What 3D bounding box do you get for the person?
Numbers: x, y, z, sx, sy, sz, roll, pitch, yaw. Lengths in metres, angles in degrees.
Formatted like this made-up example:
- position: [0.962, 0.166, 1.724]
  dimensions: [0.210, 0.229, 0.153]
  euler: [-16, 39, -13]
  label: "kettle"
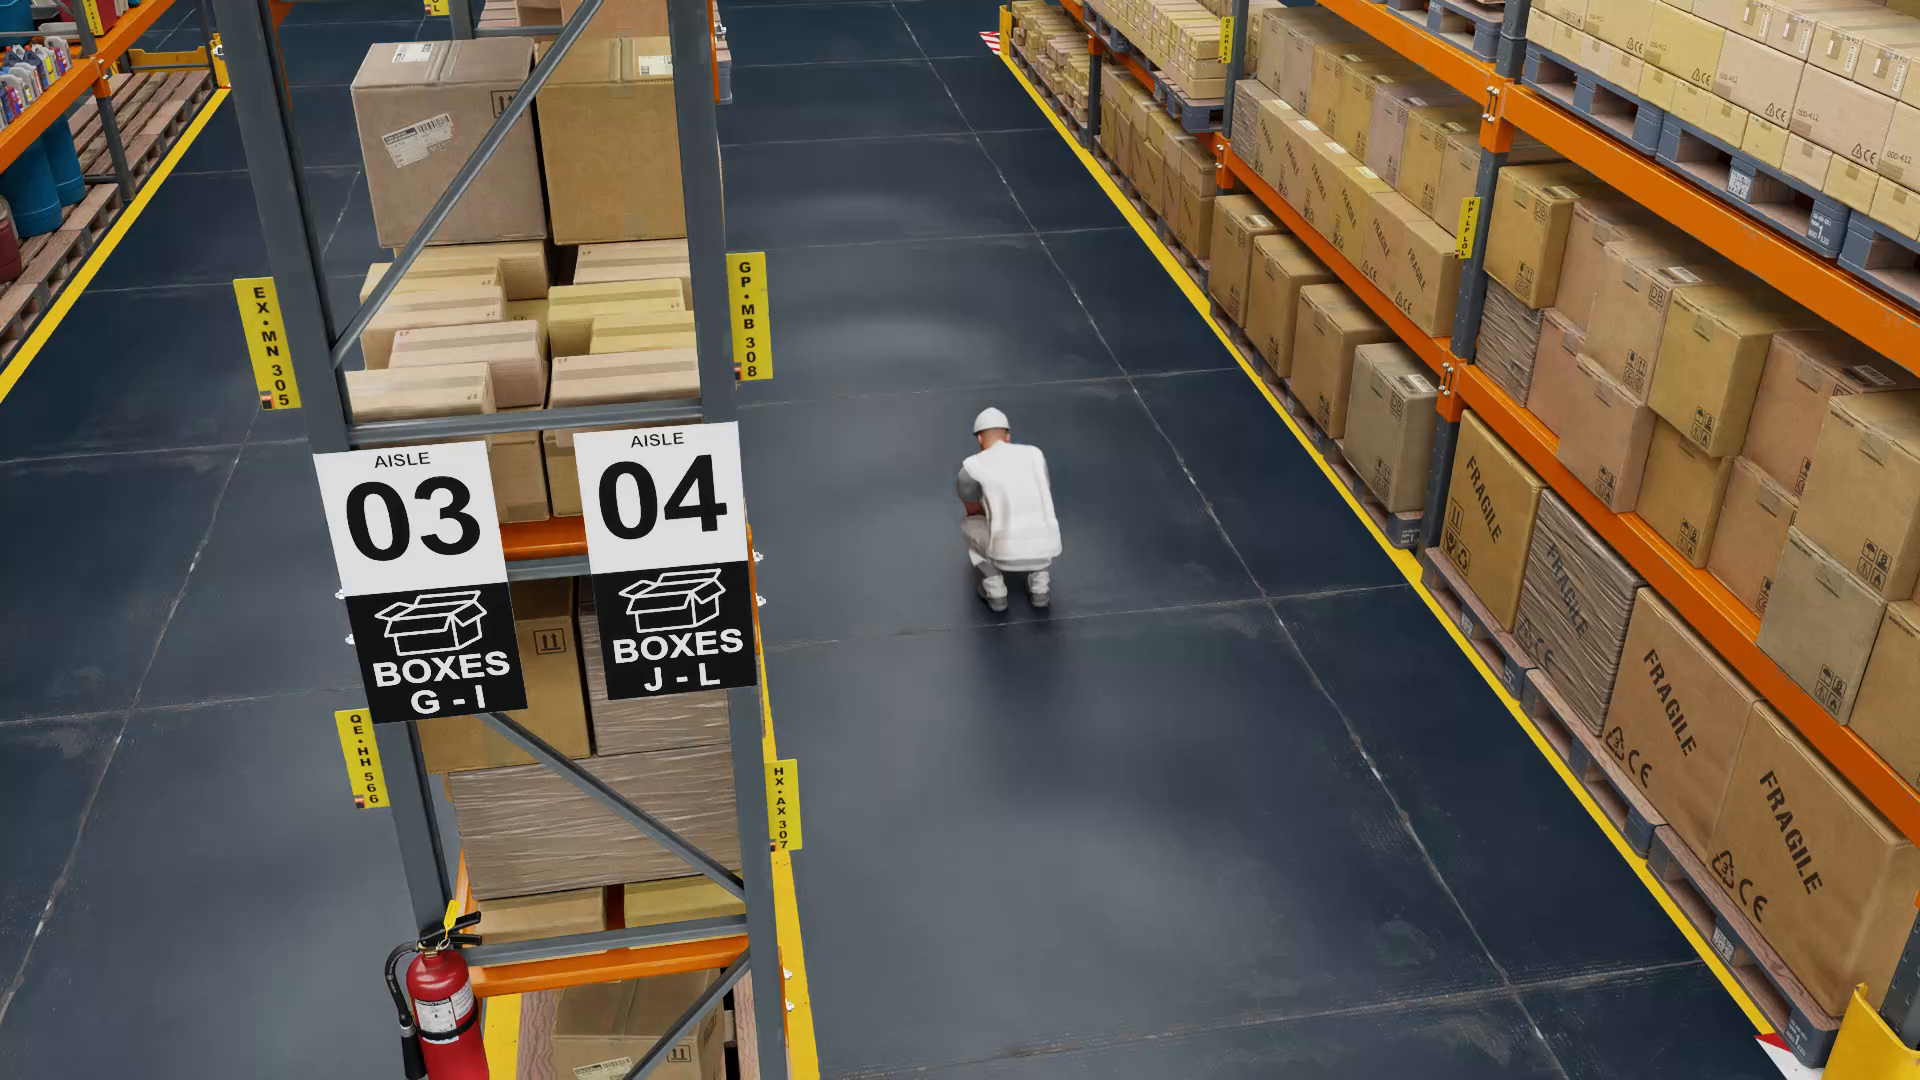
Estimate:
- position: [0.268, -0.174, 9.211]
  dimensions: [0.555, 0.990, 0.877]
  euler: [-5, 31, -9]
  label: "person"
